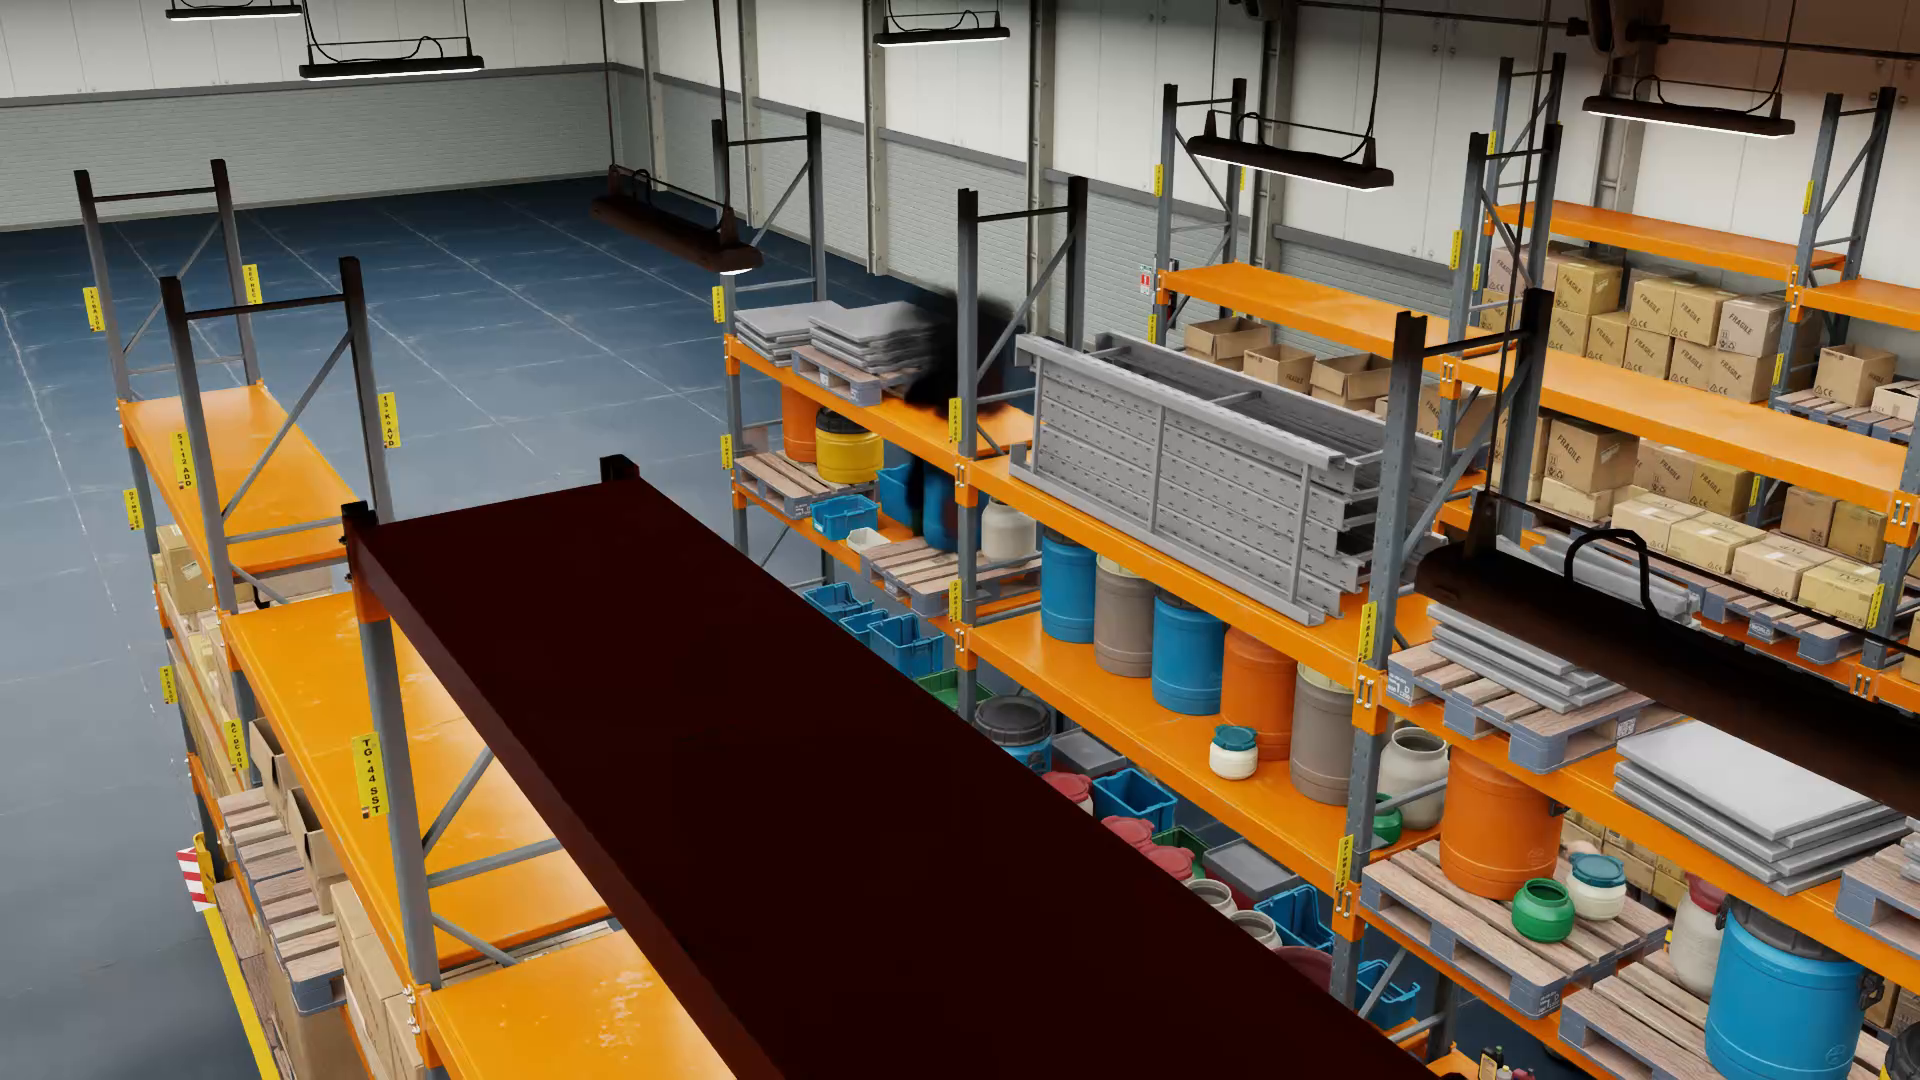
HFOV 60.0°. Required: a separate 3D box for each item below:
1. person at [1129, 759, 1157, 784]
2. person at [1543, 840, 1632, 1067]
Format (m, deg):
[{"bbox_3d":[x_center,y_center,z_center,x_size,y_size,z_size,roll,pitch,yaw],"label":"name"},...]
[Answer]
[{"bbox_3d":[1.661,1.913,14.431,0.621,1.625,0.739,-6,23,-15],"label":"person"},{"bbox_3d":[4.277,2.887,11.827,0.688,1.791,0.765,-20,29,-40],"label":"person"}]
